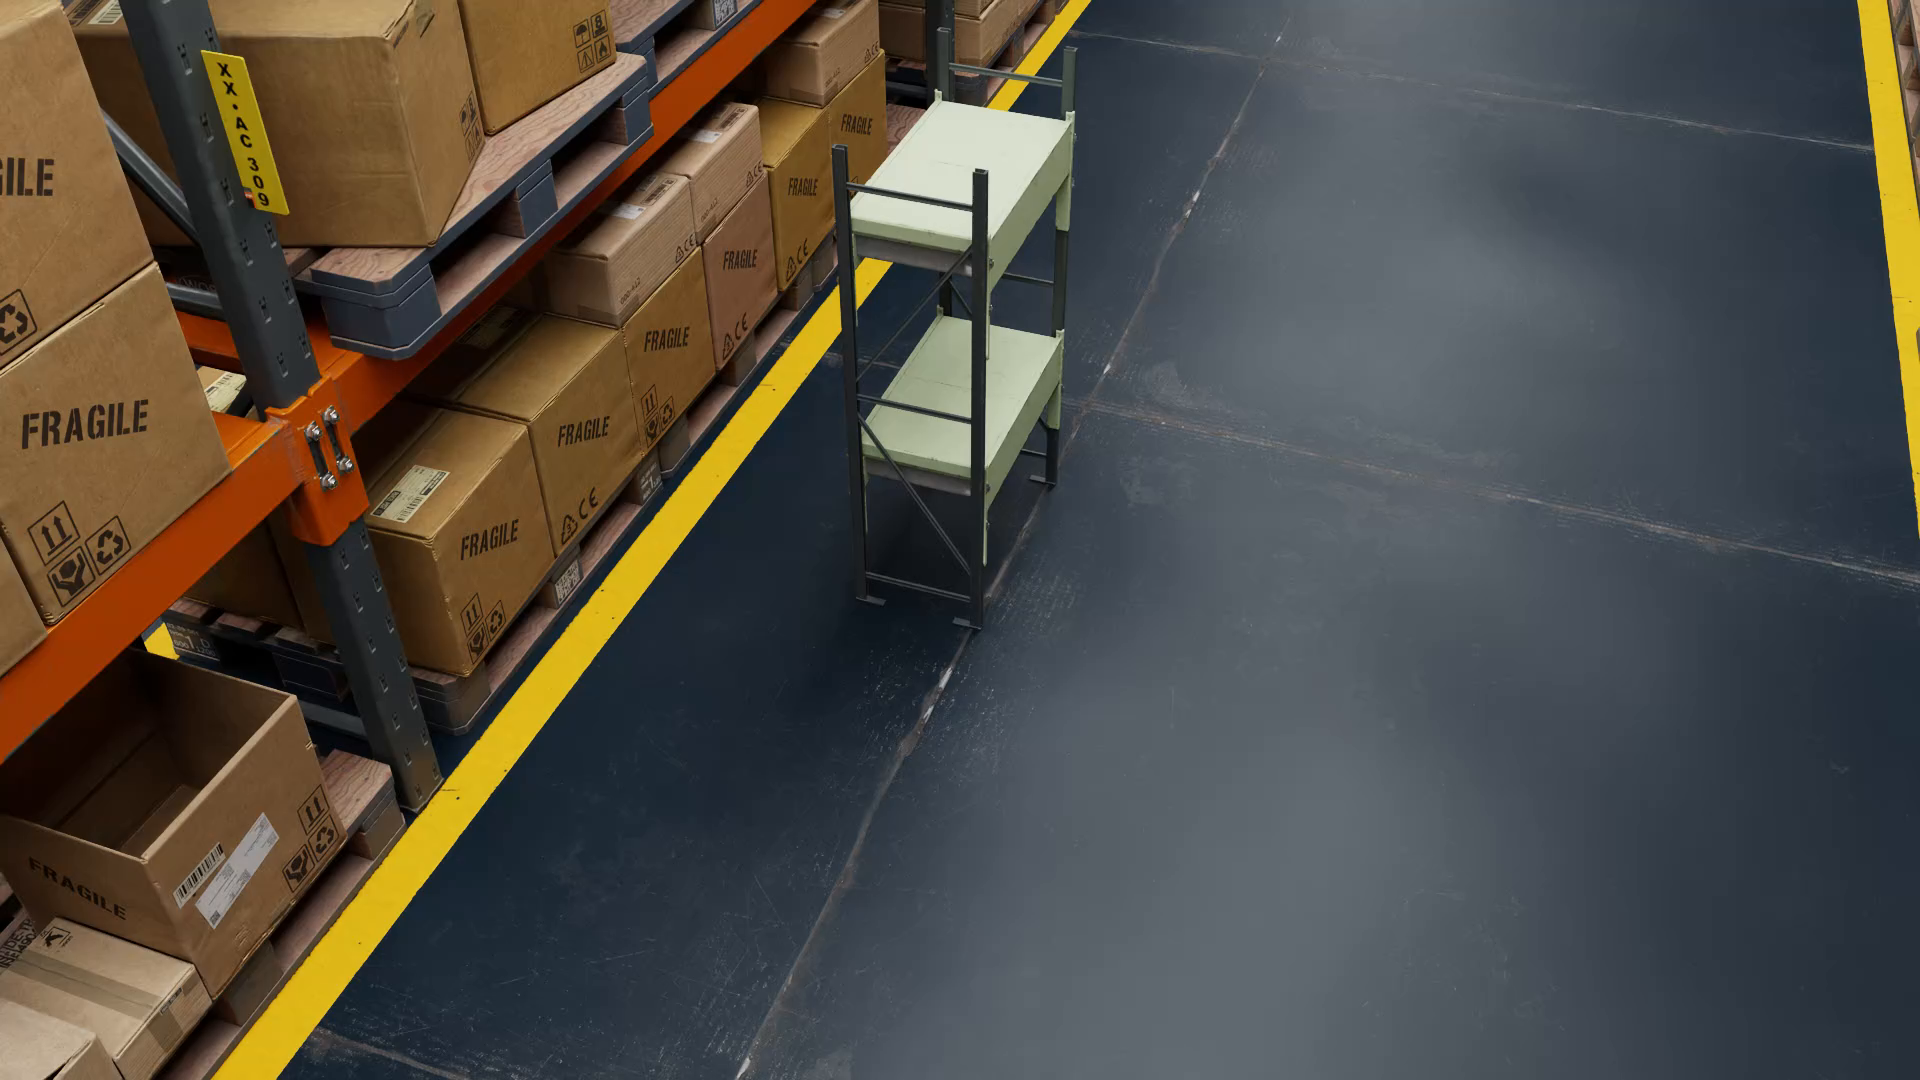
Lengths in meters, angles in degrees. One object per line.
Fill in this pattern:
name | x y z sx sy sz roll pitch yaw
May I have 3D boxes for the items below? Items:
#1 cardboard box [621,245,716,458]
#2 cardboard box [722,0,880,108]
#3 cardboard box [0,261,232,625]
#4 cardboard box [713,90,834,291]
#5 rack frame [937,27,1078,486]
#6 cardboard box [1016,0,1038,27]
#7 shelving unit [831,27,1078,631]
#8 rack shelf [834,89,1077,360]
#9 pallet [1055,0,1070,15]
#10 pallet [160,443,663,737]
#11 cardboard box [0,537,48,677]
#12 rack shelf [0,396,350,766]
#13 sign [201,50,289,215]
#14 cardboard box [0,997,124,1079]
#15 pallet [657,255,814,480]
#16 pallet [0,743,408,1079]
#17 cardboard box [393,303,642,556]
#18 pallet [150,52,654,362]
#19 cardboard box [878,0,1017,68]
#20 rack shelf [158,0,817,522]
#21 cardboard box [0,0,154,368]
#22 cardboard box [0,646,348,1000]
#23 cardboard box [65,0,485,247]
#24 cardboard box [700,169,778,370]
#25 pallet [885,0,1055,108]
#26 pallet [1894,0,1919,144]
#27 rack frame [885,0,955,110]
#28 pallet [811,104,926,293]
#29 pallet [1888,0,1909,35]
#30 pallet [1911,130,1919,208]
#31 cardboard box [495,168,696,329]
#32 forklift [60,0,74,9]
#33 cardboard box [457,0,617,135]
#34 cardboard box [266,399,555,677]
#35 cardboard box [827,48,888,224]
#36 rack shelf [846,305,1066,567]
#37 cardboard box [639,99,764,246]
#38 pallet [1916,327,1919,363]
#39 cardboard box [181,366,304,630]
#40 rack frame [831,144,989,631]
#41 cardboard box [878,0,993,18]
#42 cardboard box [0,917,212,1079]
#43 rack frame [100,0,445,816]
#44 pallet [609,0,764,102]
cardboard box | -1.135 -0.649 5.287 0.500 0.500 0.500 14 42 16
cardboard box | -0.626 -1.845 6.110 0.500 0.250 0.500 15 43 17
cardboard box | -1.810 -0.237 3.140 0.500 0.500 0.500 14 42 16
cardboard box | -0.788 -1.279 6.025 0.500 0.500 0.500 12 42 14
rack frame | 0.127 -0.798 5.030 0.400 1.500 0.023 13 42 15
cardboard box | 0.114 -2.675 7.870 0.500 0.250 0.500 12 42 14
shelving unit | 0.002 -0.575 4.768 0.431 1.500 0.755 13 42 15
rack shelf | 0.002 -0.872 4.515 0.431 0.370 0.720 13 42 15
pallet | 0.225 -3.175 8.809 1.003 0.211 1.213 13 42 15
pallet | -1.637 -0.005 5.093 1.003 0.211 1.213 13 42 15
cardboard box | -1.985 0.078 2.771 0.500 0.500 0.500 14 43 16
rack shelf | -2.564 0.932 2.400 1.077 0.370 4.000 13 42 15
sign | -1.367 -0.775 3.180 0.100 0.325 0.005 13 42 15
cardboard box | -2.064 1.162 3.309 0.500 0.311 0.500 13 42 15
pallet | -1.222 -0.751 5.968 1.003 0.211 1.213 13 42 15
pallet | -2.115 0.919 4.011 1.003 0.211 1.213 13 42 15
cardboard box | -1.313 -0.346 4.932 0.500 0.500 0.500 14 42 16
pallet | -1.504 -0.951 4.202 1.003 0.211 1.213 13 42 15
cardboard box | -0.057 -2.369 7.510 0.500 0.250 0.500 13 42 15
rack shelf | -1.196 -1.507 5.260 1.077 0.370 4.000 13 42 15
cardboard box | -1.809 -0.614 2.811 0.500 0.500 0.500 14 42 15
cardboard box | -1.808 0.633 3.784 0.500 0.500 0.500 13 42 15
cardboard box | -1.508 -0.998 3.708 0.700 0.500 0.500 0 40 0
cardboard box | -0.962 -0.958 5.648 0.500 0.500 0.500 12 42 13
pallet | -0.194 -2.433 7.939 1.003 0.211 1.213 13 42 15
pallet | 4.832 -2.061 7.503 1.003 0.211 1.213 13 42 15
rack frame | -0.512 -3.001 6.456 1.000 3.000 0.127 13 42 15
pallet | -0.803 -1.493 6.837 1.003 0.211 1.213 13 42 15
pallet | 5.247 -2.807 8.378 1.003 0.211 1.213 13 42 15
pallet | 4.413 -1.319 6.633 1.003 0.211 1.213 13 42 15
cardboard box | -1.143 -0.914 5.019 0.500 0.250 0.500 13 42 15
forklift | -2.324 -2.740 6.203 1.130 2.935 3.031 14 42 16
cardboard box | -1.332 -1.432 4.216 0.700 0.500 0.500 20 44 22
cardboard box | -1.485 -0.018 4.547 0.500 0.500 0.500 11 42 13
cardboard box | -0.611 -1.595 6.395 0.500 0.500 0.500 15 43 17
rack shelf | 0.002 -0.327 4.980 0.431 0.370 0.720 13 42 15
cardboard box | -0.972 -1.220 5.378 0.500 0.250 0.500 13 42 14
pallet | 3.804 -0.379 5.531 1.003 0.211 1.213 13 42 15
cardboard box | -1.980 -0.142 4.692 0.500 0.500 0.500 13 42 15
rack frame | -0.123 -0.351 4.506 0.400 1.500 0.023 13 42 15
cardboard box | -0.057 -2.582 7.328 0.500 0.311 0.500 15 43 17
cardboard box | -1.880 1.009 3.614 0.380 0.149 0.250 13 42 15
rack frame | -1.880 -0.561 3.596 1.000 3.000 0.127 13 42 15
pallet | -1.173 -1.741 5.127 1.003 0.211 1.213 13 42 15
